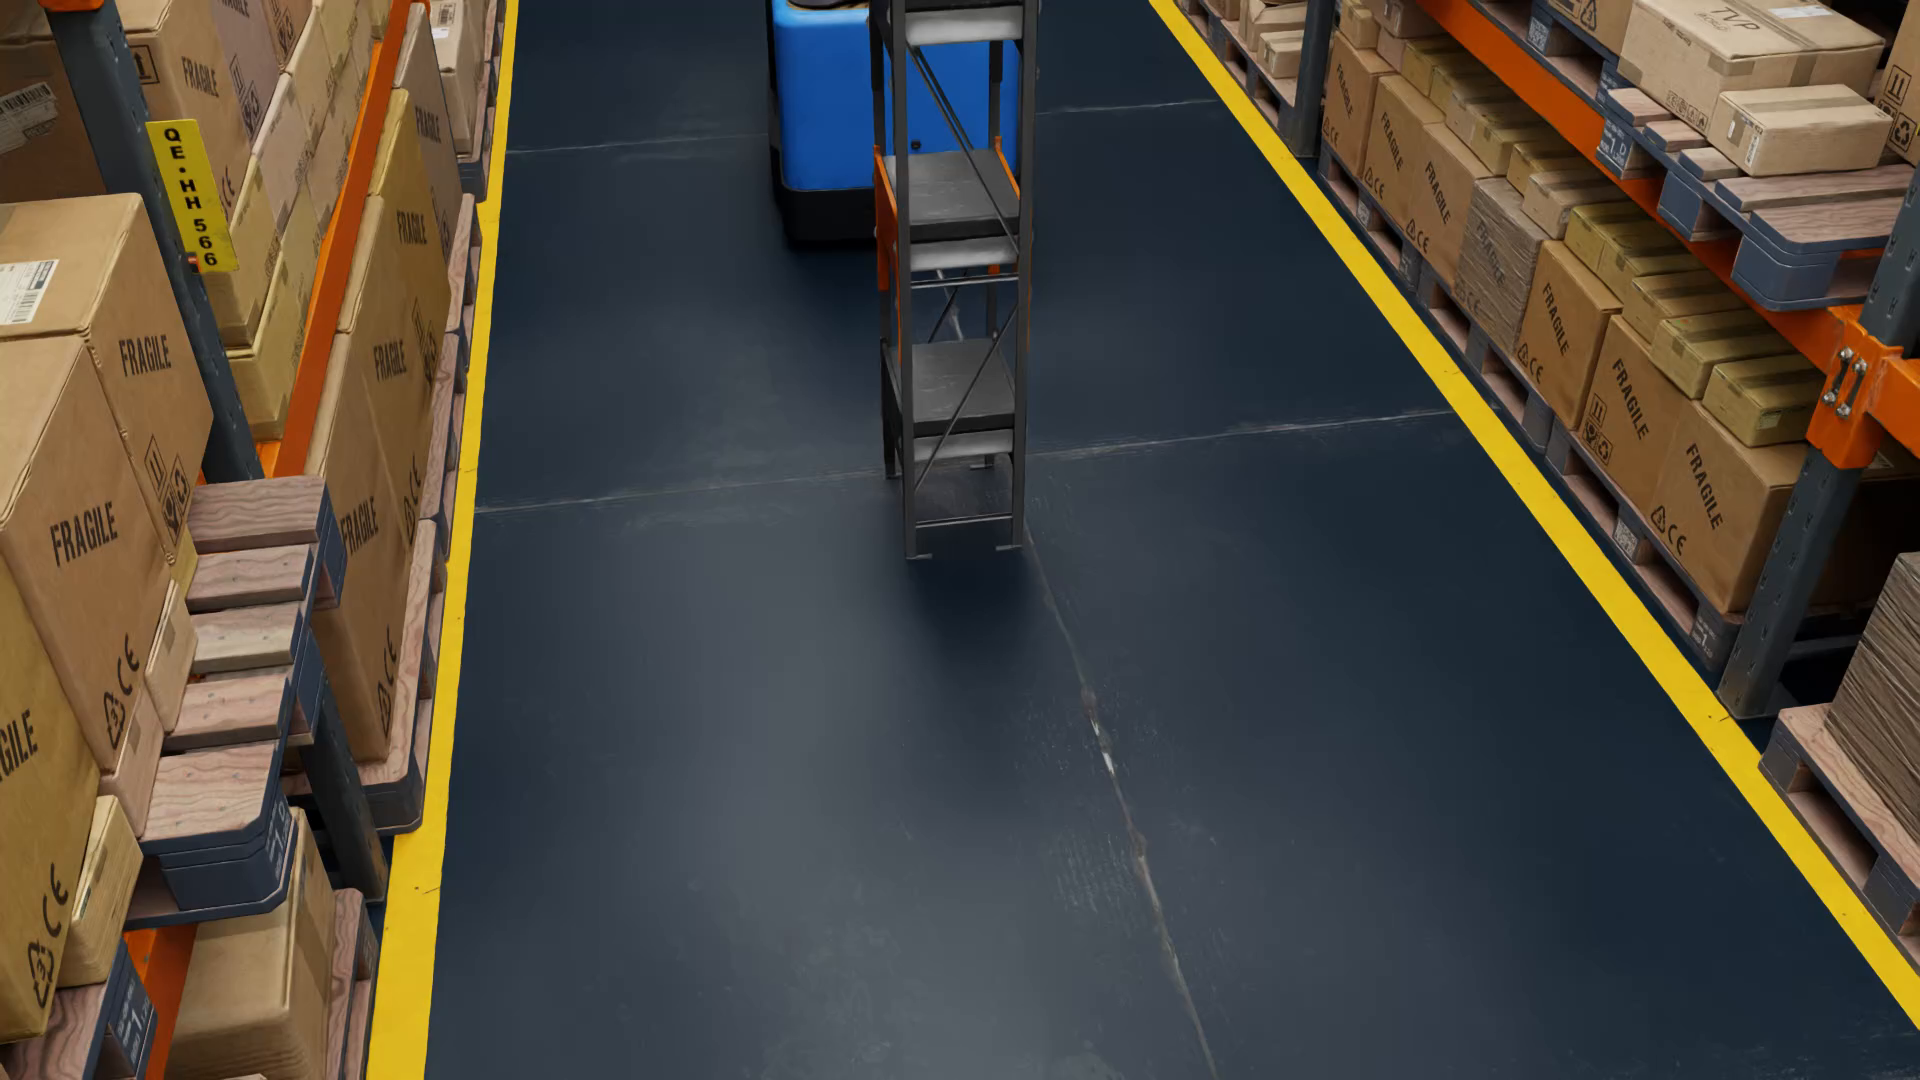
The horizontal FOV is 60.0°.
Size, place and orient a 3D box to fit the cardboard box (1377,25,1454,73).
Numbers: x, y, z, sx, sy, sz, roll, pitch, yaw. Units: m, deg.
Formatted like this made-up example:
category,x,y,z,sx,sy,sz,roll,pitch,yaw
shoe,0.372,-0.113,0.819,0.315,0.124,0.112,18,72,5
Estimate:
category,x,y,z,sx,sy,sz,roll,pitch,yaw
cardboard box,2.056,-2.170,7.264,0.380,0.149,0.250,-7,38,-9

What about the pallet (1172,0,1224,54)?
category,x,y,z,sx,sy,sz,roll,pitch,yaw
pallet,1.794,-3.191,9.686,1.003,0.211,1.213,-6,38,-8

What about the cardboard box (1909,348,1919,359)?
category,x,y,z,sx,sy,sz,roll,pitch,yaw
cardboard box,3.047,-0.506,5.123,0.380,0.149,0.250,-4,38,-6

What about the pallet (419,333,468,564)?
category,x,y,z,sx,sy,sz,roll,pitch,yaw
pallet,-2.329,-0.305,5.971,1.003,0.211,1.213,-6,38,-8

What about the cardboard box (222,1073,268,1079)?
category,x,y,z,sx,sy,sz,roll,pitch,yaw
cardboard box,-1.828,1.472,3.210,0.950,0.372,0.625,-7,38,-9

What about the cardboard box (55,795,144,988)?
category,x,y,z,sx,sy,sz,roll,pitch,yaw
cardboard box,-1.460,0.538,2.474,0.380,0.149,0.250,-6,38,-7

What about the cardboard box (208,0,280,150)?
category,x,y,z,sx,sy,sz,roll,pitch,yaw
cardboard box,-1.997,-1.244,4.010,0.500,0.500,0.500,-6,38,-8

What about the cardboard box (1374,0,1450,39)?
category,x,y,z,sx,sy,sz,roll,pitch,yaw
cardboard box,2.024,-2.294,7.182,0.380,0.149,0.250,-8,39,-10

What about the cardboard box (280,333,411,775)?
category,x,y,z,sx,sy,sz,roll,pitch,yaw
cardboard box,-2.094,0.060,4.617,0.875,0.875,0.875,-7,38,-8

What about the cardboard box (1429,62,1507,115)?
category,x,y,z,sx,sy,sz,roll,pitch,yaw
cardboard box,2.174,-1.852,6.855,0.380,0.149,0.250,-7,38,-9

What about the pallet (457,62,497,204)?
category,x,y,z,sx,sy,sz,roll,pitch,yaw
pallet,-2.812,-1.969,8.113,1.003,0.211,1.213,-6,38,-8

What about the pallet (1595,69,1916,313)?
category,x,y,z,sx,sy,sz,roll,pitch,yaw
pallet,2.644,-1.049,4.812,1.213,0.211,1.003,-6,38,-8

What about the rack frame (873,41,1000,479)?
category,x,y,z,sx,sy,sz,roll,pitch,yaw
rack frame,-0.072,-1.077,5.424,0.400,2.100,0.015,-6,38,-8

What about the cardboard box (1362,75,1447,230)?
category,x,y,z,sx,sy,sz,roll,pitch,yaw
cardboard box,2.097,-1.681,7.164,0.500,0.500,0.500,-7,38,-9

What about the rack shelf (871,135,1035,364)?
category,x,y,z,sx,sy,sz,roll,pitch,yaw
rack shelf,-0.029,-0.918,5.243,0.431,0.518,0.480,-6,38,-8

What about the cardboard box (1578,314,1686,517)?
category,x,y,z,sx,sy,sz,roll,pitch,yaw
cardboard box,2.469,-0.437,5.563,0.500,0.500,0.500,-7,38,-9

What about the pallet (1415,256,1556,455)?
category,x,y,z,sx,sy,sz,roll,pitch,yaw
pallet,2.528,-0.812,6.623,1.003,0.211,1.213,-6,38,-8

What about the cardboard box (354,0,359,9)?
category,x,y,z,sx,sy,sz,roll,pitch,yaw
cardboard box,-2.247,-1.888,5.449,0.500,0.250,0.500,-5,38,-7

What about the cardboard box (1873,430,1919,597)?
category,x,y,z,sx,sy,sz,roll,pitch,yaw
cardboard box,3.034,-0.186,5.240,0.500,0.500,0.500,-5,38,-6

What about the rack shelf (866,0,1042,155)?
category,x,y,z,sx,sy,sz,roll,pitch,yaw
rack shelf,-0.029,-1.471,4.813,0.431,0.518,0.480,-6,38,-8

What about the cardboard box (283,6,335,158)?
category,x,y,z,sx,sy,sz,roll,pitch,yaw
cardboard box,-2.065,-1.272,4.657,0.500,0.250,0.500,-6,38,-8

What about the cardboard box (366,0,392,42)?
category,x,y,z,sx,sy,sz,roll,pitch,yaw
cardboard box,-2.341,-1.992,5.991,0.500,0.250,0.500,-7,38,-9

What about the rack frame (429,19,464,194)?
category,x,y,z,sx,sy,sz,roll,pitch,yaw
rack frame,-2.756,-2.603,6.655,1.000,3.000,0.127,-6,38,-8

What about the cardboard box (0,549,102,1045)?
category,x,y,z,sx,sy,sz,roll,pitch,yaw
cardboard box,-1.510,0.351,2.187,0.500,0.500,0.500,-9,39,-11

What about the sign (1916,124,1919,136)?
category,x,y,z,sx,sy,sz,roll,pitch,yaw
sign,2.299,-1.085,3.822,0.100,0.325,0.005,-6,38,-8

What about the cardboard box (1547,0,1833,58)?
category,x,y,z,sx,sy,sz,roll,pitch,yaw
cardboard box,2.363,-1.896,5.318,0.797,0.503,0.637,-7,38,-9

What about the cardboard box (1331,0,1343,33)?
category,x,y,z,sx,sy,sz,roll,pitch,yaw
cardboard box,2.247,-2.667,8.588,0.500,0.311,0.500,-5,38,-6

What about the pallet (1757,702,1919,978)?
category,x,y,z,sx,sy,sz,roll,pitch,yaw
pallet,2.938,0.880,4.446,1.003,0.211,1.213,-6,38,-8

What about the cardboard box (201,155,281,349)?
category,x,y,z,sx,sy,sz,roll,pitch,yaw
cardboard box,-1.900,-0.658,3.866,0.500,0.250,0.500,-6,38,-8

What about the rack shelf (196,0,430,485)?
category,x,y,z,sx,sy,sz,roll,pitch,yaw
rack shelf,-2.405,-1.111,5.321,1.077,0.370,4.000,-6,38,-8

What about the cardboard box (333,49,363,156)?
category,x,y,z,sx,sy,sz,roll,pitch,yaw
cardboard box,-2.176,-1.374,5.195,0.500,0.250,0.500,-6,38,-8

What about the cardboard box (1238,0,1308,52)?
category,x,y,z,sx,sy,sz,roll,pitch,yaw
cardboard box,1.681,-2.746,8.725,0.396,0.266,0.258,-5,38,-6

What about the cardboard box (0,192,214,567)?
category,x,y,z,sx,sy,sz,roll,pitch,yaw
cardboard box,-1.701,-0.265,2.980,0.500,0.500,0.500,-7,38,-9

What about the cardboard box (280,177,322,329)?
category,x,y,z,sx,sy,sz,roll,pitch,yaw
cardboard box,-2.000,-0.758,4.403,0.500,0.250,0.500,-7,38,-9

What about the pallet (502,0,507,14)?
category,x,y,z,sx,sy,sz,roll,pitch,yaw
pallet,-3.240,-3.443,10.010,1.003,0.211,1.213,-6,38,-8

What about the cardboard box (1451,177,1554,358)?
category,x,y,z,sx,sy,sz,roll,pitch,yaw
cardboard box,2.265,-1.065,6.371,0.500,0.500,0.500,-8,38,-10

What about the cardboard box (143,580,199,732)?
category,x,y,z,sx,sy,sz,roll,pitch,yaw
cardboard box,-1.559,0.221,2.883,0.380,0.149,0.250,-7,38,-8

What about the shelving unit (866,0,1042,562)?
category,x,y,z,sx,sy,sz,roll,pitch,yaw
shelving unit,-0.029,-0.929,5.235,0.431,2.100,0.503,-6,38,-8

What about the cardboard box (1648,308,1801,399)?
category,x,y,z,sx,sy,sz,roll,pitch,yaw
cardboard box,2.417,-0.590,5.231,0.380,0.149,0.250,-8,39,-10

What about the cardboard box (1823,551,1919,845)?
category,x,y,z,sx,sy,sz,roll,pitch,yaw
cardboard box,2.928,0.427,4.348,0.875,0.625,0.625,-5,38,-7

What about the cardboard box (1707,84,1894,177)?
category,x,y,z,sx,sy,sz,roll,pitch,yaw
cardboard box,2.339,-1.145,4.641,0.380,0.149,0.250,-6,38,-7

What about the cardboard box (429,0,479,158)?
category,x,y,z,sx,sy,sz,roll,pitch,yaw
cardboard box,-2.760,-2.148,7.815,0.875,0.438,0.875,-7,38,-9

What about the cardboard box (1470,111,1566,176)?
category,x,y,z,sx,sy,sz,roll,pitch,yaw
cardboard box,2.222,-1.547,6.462,0.380,0.149,0.250,-5,38,-6

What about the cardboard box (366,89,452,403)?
category,x,y,z,sx,sy,sz,roll,pitch,yaw
cardboard box,-2.402,-1.019,6.006,0.875,0.875,0.875,-5,38,-7

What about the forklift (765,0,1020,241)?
category,x,y,z,sx,sy,sz,roll,pitch,yaw
forklift,-0.422,-3.370,7.698,1.130,2.935,3.031,-4,38,-5

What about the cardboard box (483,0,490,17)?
category,x,y,z,sx,sy,sz,roll,pitch,yaw
cardboard box,-3.074,-3.233,9.213,0.875,0.438,0.875,-5,38,-7

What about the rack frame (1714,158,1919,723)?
category,x,y,z,sx,sy,sz,roll,pitch,yaw
rack frame,2.832,-0.723,4.236,1.000,3.000,0.127,-6,38,-8

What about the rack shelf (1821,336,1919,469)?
category,x,y,z,sx,sy,sz,roll,pitch,yaw
rack shelf,3.182,0.769,2.901,1.077,0.370,4.000,-6,38,-8

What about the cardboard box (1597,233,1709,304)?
category,x,y,z,sx,sy,sz,roll,pitch,yaw
cardboard box,2.413,-0.919,5.654,0.380,0.149,0.250,-5,38,-7

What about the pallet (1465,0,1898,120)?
category,x,y,z,sx,sy,sz,roll,pitch,yaw
pallet,2.486,-1.821,5.806,1.003,0.211,1.213,-6,38,-8

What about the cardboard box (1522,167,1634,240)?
category,x,y,z,sx,sy,sz,roll,pitch,yaw
cardboard box,2.291,-1.233,6.058,0.380,0.149,0.250,-8,39,-10

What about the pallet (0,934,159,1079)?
category,x,y,z,sx,sy,sz,roll,pitch,yaw
pallet,-1.667,1.080,2.071,1.003,0.211,1.213,-6,38,-8
